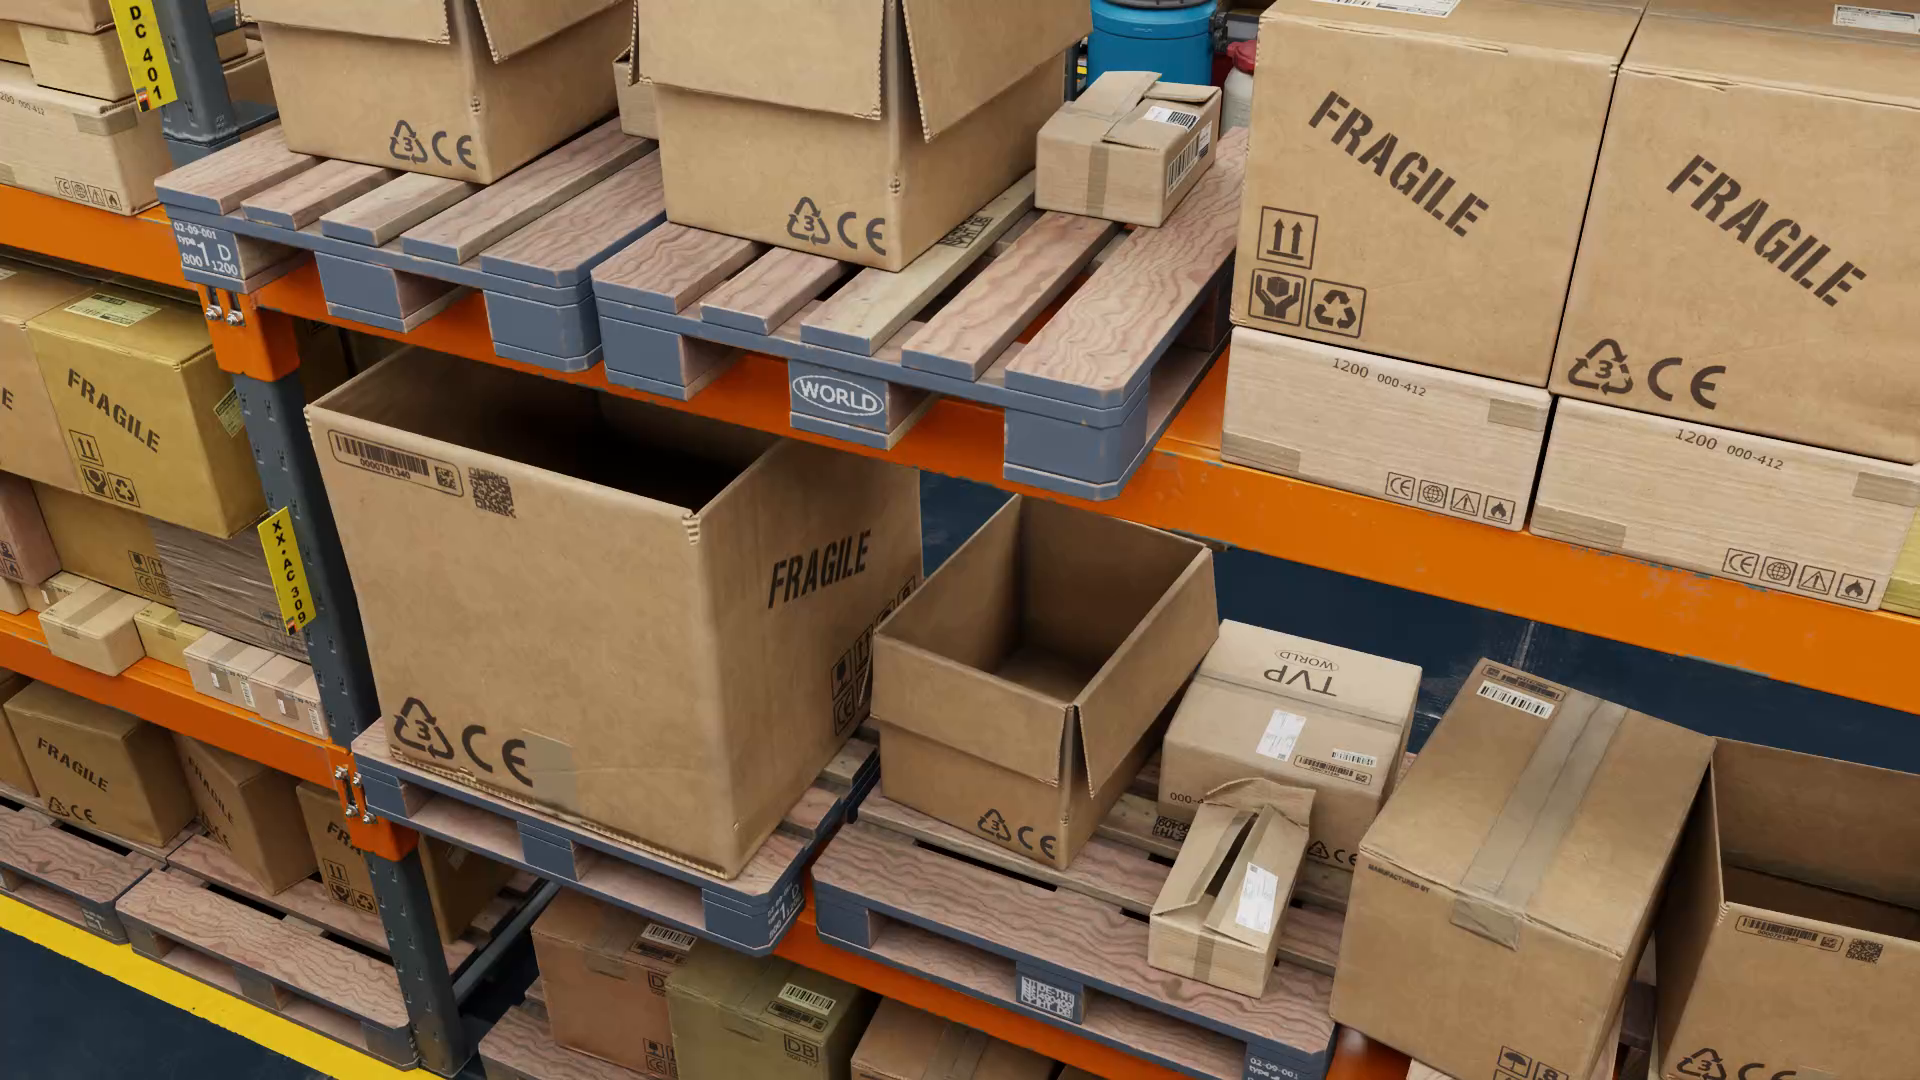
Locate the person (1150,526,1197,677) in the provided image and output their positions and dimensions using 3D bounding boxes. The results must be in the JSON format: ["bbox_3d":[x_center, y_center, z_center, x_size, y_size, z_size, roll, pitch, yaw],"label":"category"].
[{"bbox_3d":[0.718,-0.218,6.458,0.450,1.662,0.534,-10,35,-15],"label":"person"}]
